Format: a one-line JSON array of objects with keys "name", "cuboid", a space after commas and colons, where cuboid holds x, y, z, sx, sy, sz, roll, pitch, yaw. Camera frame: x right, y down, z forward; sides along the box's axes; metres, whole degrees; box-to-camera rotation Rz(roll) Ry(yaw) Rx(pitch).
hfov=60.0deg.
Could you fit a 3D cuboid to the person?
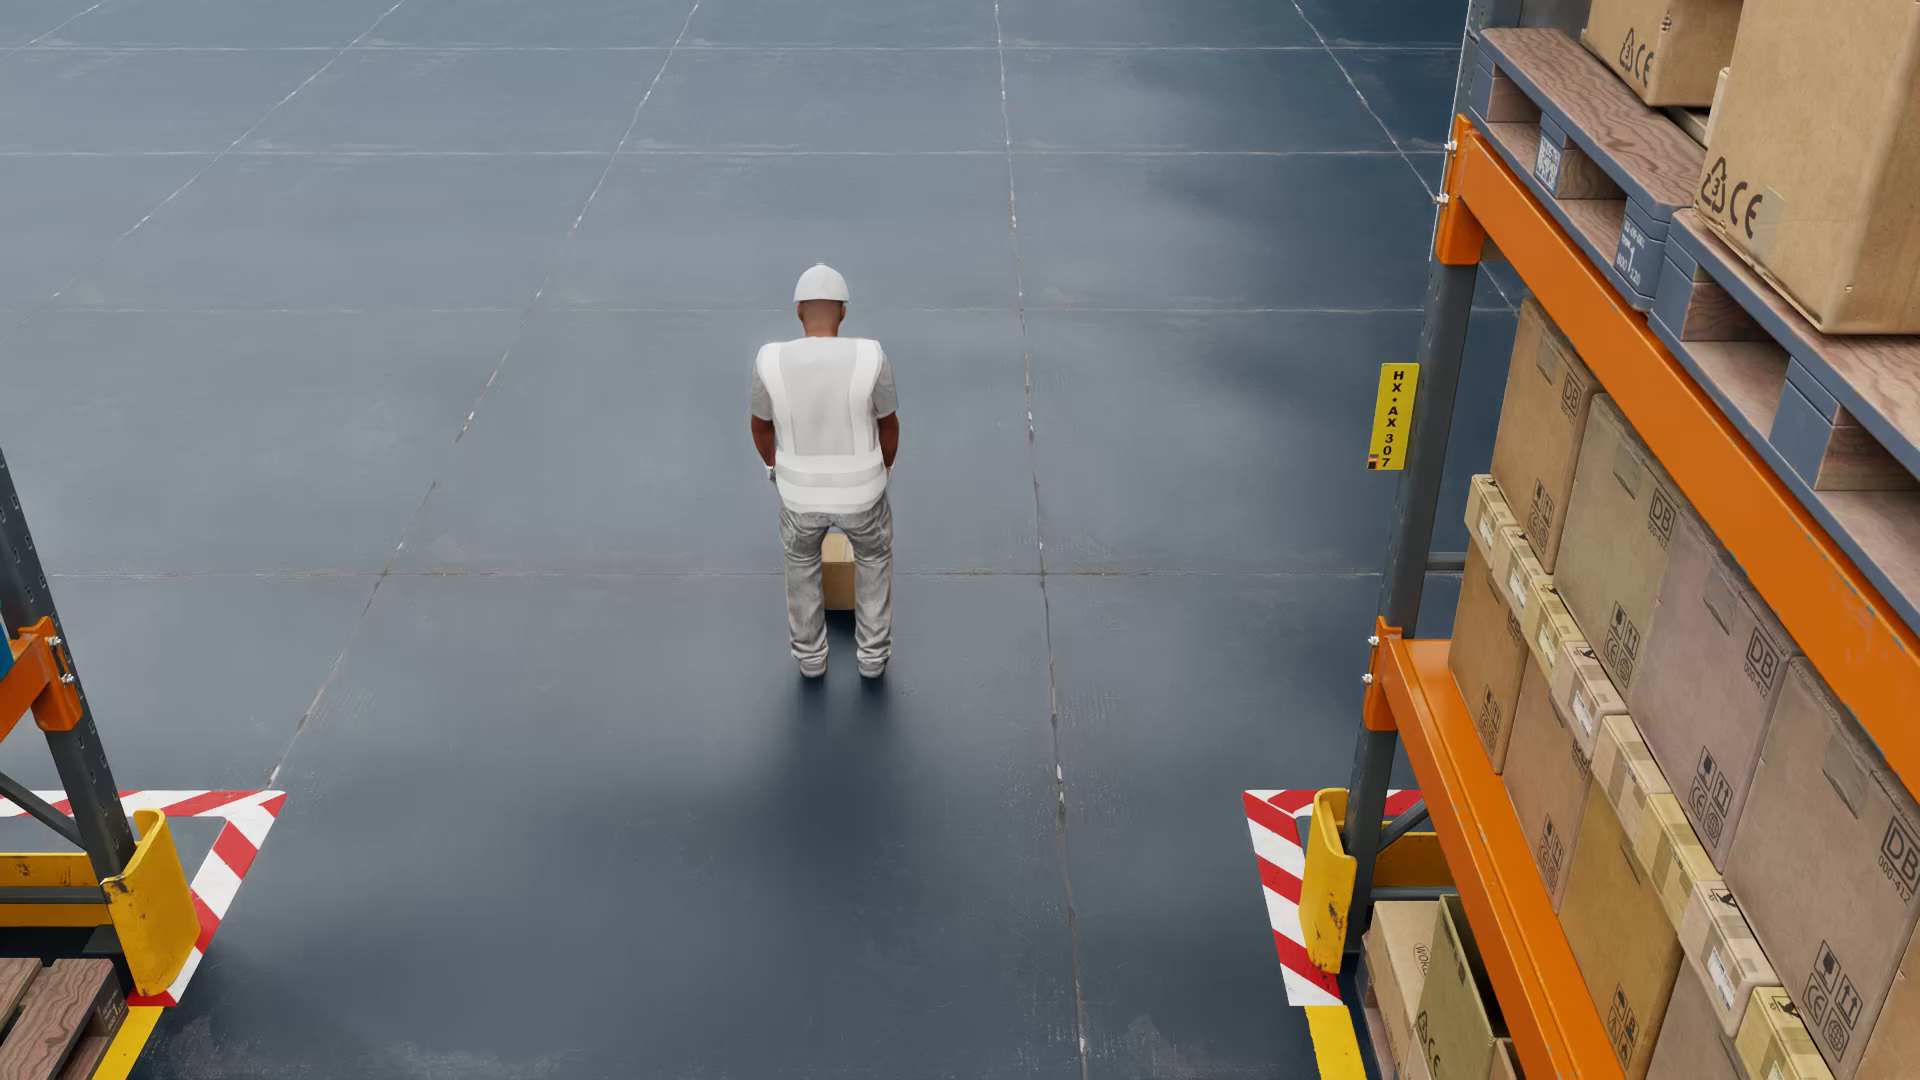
[{"name": "person", "cuboid": [-0.525, -0.235, 6.576, 0.580, 1.709, 0.497, 1, 31, 2]}]
